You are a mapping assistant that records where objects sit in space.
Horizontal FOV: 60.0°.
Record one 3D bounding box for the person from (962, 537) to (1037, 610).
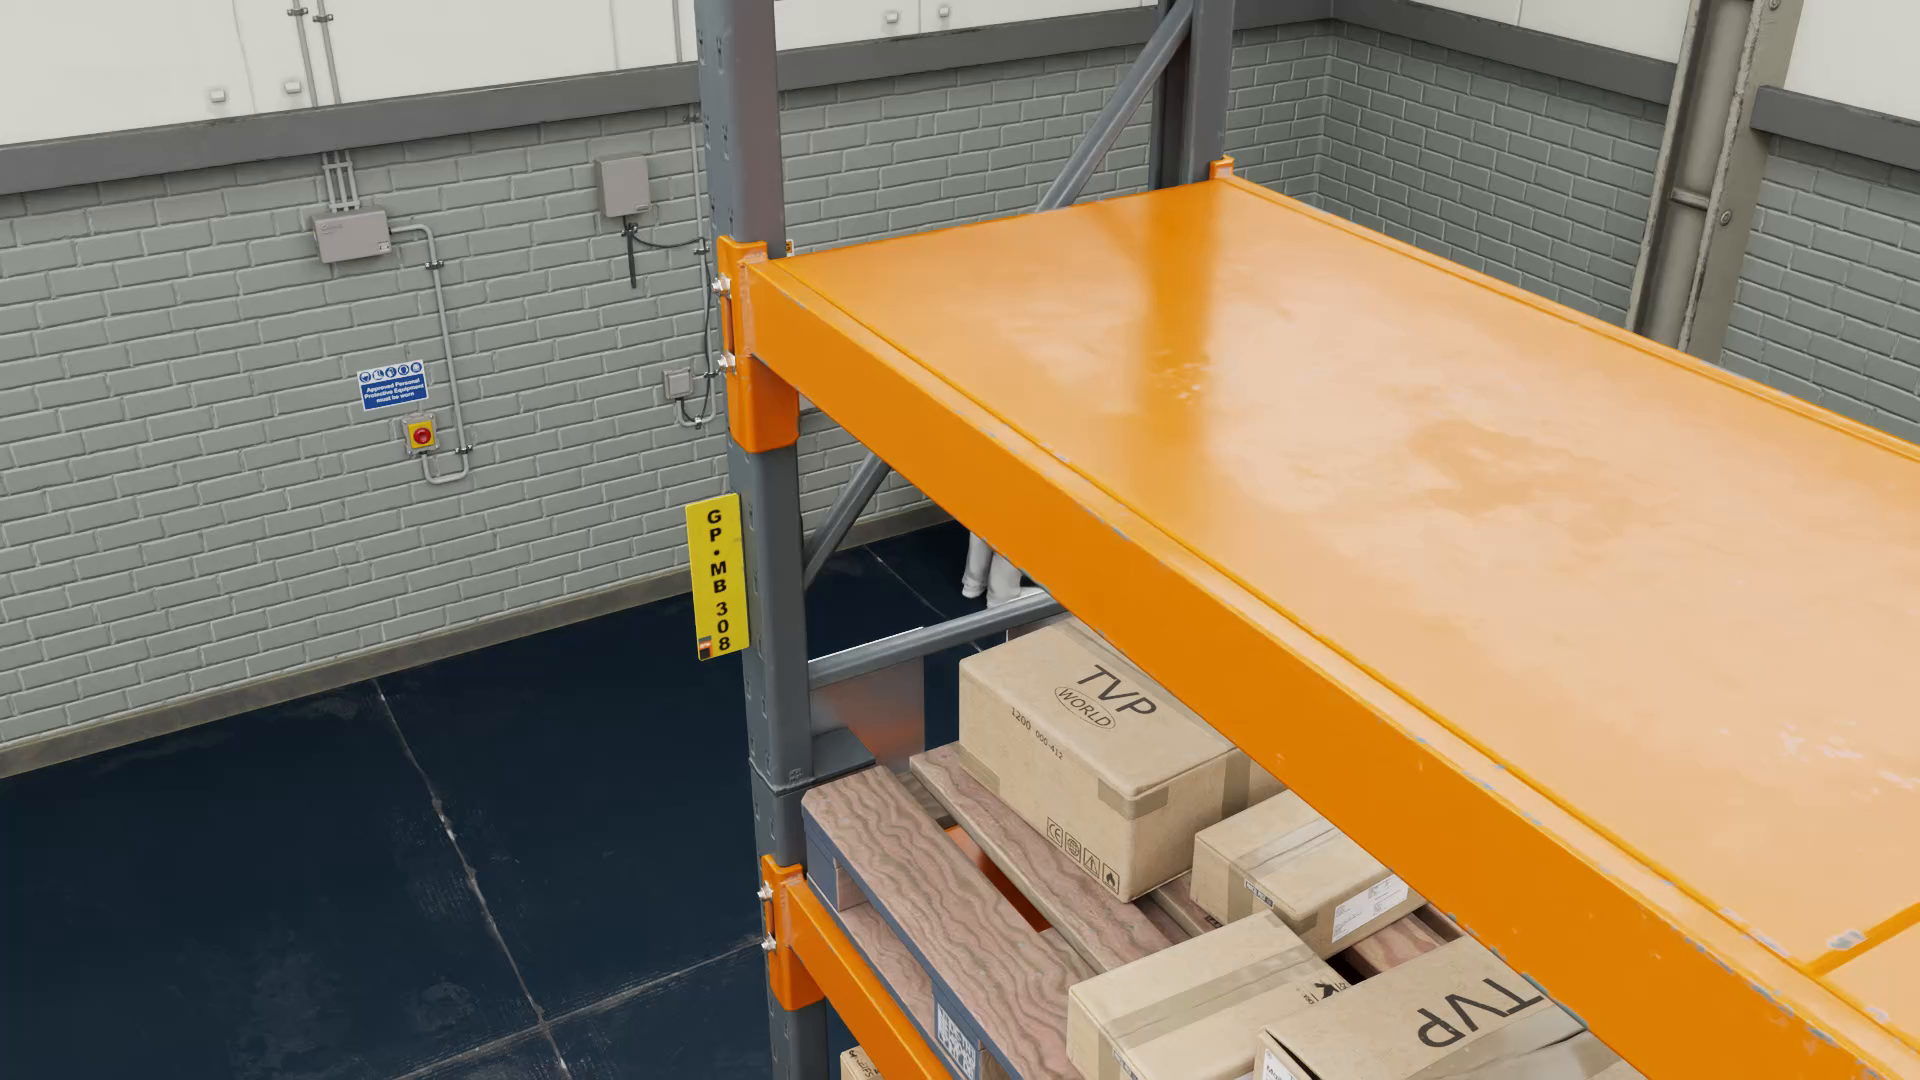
[{"bbox_3d":[0.237,-0.360,9.488,0.613,1.552,0.626,-15,32,-26],"label":"person"}]
